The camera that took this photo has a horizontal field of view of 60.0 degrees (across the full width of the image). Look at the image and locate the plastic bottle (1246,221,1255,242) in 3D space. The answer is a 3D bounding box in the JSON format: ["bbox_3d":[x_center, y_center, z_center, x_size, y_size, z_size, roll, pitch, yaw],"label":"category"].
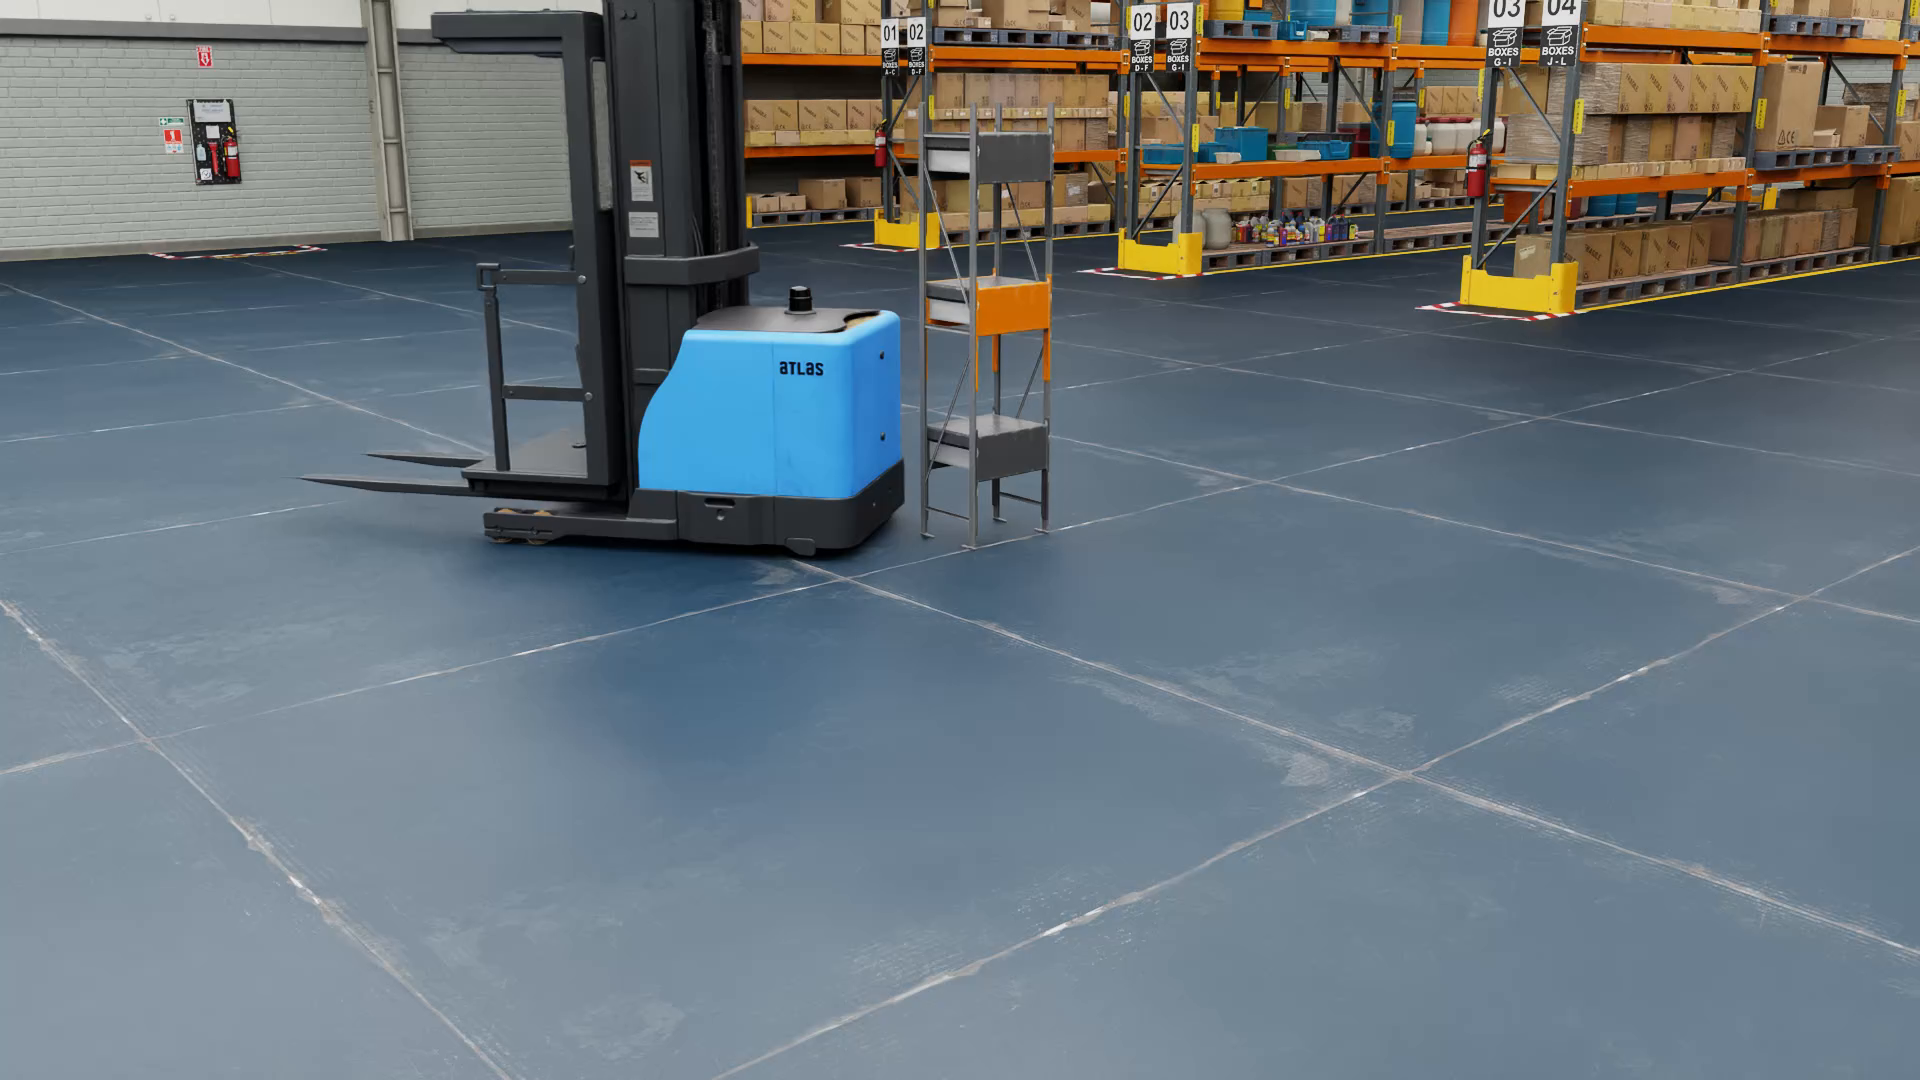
[{"bbox_3d":[3.893,-4.179,22.510,0.135,0.276,0.152,-13,20,-41],"label":"plastic bottle"}]

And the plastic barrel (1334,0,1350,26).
[{"bbox_3d":[5.046,-7.174,22.454,0.421,0.512,0.421,0,15,0],"label":"plastic barrel"}]

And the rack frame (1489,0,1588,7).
[{"bbox_3d":[5.734,-6.760,16.119,0.127,3.000,1.000,-13,19,-39],"label":"rack frame"}]

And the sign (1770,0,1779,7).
[{"bbox_3d":[9.114,-6.133,18.585,0.005,0.325,0.100,-13,19,-39],"label":"sign"}]

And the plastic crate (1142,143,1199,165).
[{"bbox_3d":[2.664,-4.897,21.058,0.616,0.251,0.499,-13,19,-39],"label":"plastic crate"}]

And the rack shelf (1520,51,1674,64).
[{"bbox_3d":[10.027,-7.621,26.551,4.000,0.370,1.077,-13,19,-39],"label":"rack shelf"}]

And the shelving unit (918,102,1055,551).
[{"bbox_3d":[0.125,-1.042,8.084,0.503,2.100,0.431,-13,19,-39],"label":"shelving unit"}]

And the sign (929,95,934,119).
[{"bbox_3d":[-0.406,-6.138,23.585,0.005,0.325,0.100,-13,19,-39],"label":"sign"}]

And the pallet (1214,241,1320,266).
[{"bbox_3d":[4.045,-3.842,22.226,1.213,0.211,1.003,-13,19,-39],"label":"pallet"}]

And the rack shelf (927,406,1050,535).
[{"bbox_3d":[0.125,-0.353,8.268,0.480,0.518,0.431,-13,19,-39],"label":"rack shelf"}]

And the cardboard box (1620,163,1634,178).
[{"bbox_3d":[6.873,-3.907,17.552,0.250,0.149,0.380,-13,19,-39],"label":"cardboard box"}]

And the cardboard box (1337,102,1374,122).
[{"bbox_3d":[7.305,-7.909,31.039,0.500,0.500,0.700,-9,17,-31],"label":"cardboard box"}]

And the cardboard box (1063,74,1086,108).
[{"bbox_3d":[1.541,-6.981,25.864,0.500,0.500,0.700,-13,20,-39],"label":"cardboard box"}]

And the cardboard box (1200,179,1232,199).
[{"bbox_3d":[4.265,-5.980,28.253,0.500,0.311,0.500,-13,20,-40],"label":"cardboard box"}]

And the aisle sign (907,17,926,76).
[{"bbox_3d":[-0.614,-6.976,23.515,0.004,0.787,0.394,-13,19,-39],"label":"aisle sign"}]

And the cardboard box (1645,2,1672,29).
[{"bbox_3d":[7.029,-5.441,17.285,0.500,0.250,0.500,-13,20,-40],"label":"cardboard box"}]

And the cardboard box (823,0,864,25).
[{"bbox_3d":[-1.997,-9.099,28.519,0.500,0.500,0.500,-14,20,-41],"label":"cardboard box"}]

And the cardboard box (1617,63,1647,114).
[{"bbox_3d":[6.710,-4.660,17.175,0.500,0.500,0.500,-13,19,-39],"label":"cardboard box"}]

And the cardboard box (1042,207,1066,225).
[{"bbox_3d":[1.294,-5.051,25.862,0.500,0.250,0.500,-13,19,-39],"label":"cardboard box"}]

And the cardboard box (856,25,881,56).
[{"bbox_3d":[-1.612,-8.722,29.046,0.500,0.500,0.500,14,20,42],"label":"cardboard box"}]

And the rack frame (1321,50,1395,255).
[{"bbox_3d":[5.500,-5.503,23.040,0.127,3.000,1.000,-13,19,-39],"label":"rack frame"}]

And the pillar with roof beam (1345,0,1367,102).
[{"bbox_3d":[12.344,-12.151,36.302,0.400,9.000,9.100,-13,19,-39],"label":"pillar with roof beam"}]

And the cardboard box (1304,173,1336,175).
[{"bbox_3d":[6.629,-6.901,30.813,0.500,0.250,0.500,-13,20,-40],"label":"cardboard box"}]

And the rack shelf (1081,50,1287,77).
[{"bbox_3d":[3.760,-7.908,27.626,4.000,0.370,1.077,-13,19,-39],"label":"rack shelf"}]

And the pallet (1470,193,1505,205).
[{"bbox_3d":[10.646,-7.005,34.068,1.213,0.211,1.003,-13,19,-39],"label":"pallet"}]

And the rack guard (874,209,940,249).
[{"bbox_3d":[-0.784,-4.579,24.423,0.348,0.500,1.175,-13,19,-39],"label":"rack guard"}]

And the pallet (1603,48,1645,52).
[{"bbox_3d":[10.154,-7.872,26.461,1.213,0.211,1.003,-13,19,-39],"label":"pallet"}]

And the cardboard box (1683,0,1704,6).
[{"bbox_3d":[7.705,-5.773,17.754,0.250,0.149,0.380,-12,19,-37],"label":"cardboard box"}]

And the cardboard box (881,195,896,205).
[{"bbox_3d":[-1.387,-6.179,30.208,0.380,0.166,0.250,13,20,40],"label":"cardboard box"}]

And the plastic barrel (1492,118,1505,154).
[{"bbox_3d":[7.882,-6.019,24.754,0.421,0.512,0.421,0,15,0],"label":"plastic barrel"}]

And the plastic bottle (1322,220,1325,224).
[{"bbox_3d":[4.943,-4.227,22.686,0.135,0.276,0.152,-13,19,-39],"label":"plastic bottle"}]

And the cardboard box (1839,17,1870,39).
[{"bbox_3d":[10.825,-6.294,20.478,0.500,0.250,0.500,-12,19,-38],"label":"cardboard box"}]

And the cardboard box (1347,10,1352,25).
[{"bbox_3d":[6.854,-9.274,30.145,0.600,0.600,0.600,-14,20,-41],"label":"cardboard box"}]

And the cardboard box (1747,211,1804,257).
[{"bbox_3d":[10.023,-3.816,20.713,0.700,0.500,0.500,14,20,42],"label":"cardboard box"}]

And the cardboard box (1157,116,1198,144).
[{"bbox_3d":[3.617,-6.817,27.766,0.500,0.500,0.500,-13,19,-39],"label":"cardboard box"}]

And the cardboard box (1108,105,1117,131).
[{"bbox_3d":[2.950,-8.430,33.190,0.500,0.500,0.500,-12,19,-38],"label":"cardboard box"}]

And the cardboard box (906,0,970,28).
[{"bbox_3d":[-0.330,-7.657,24.004,0.637,0.503,0.797,-11,18,-36],"label":"cardboard box"}]

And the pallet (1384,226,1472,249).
[{"bbox_3d":[6.988,-4.504,24.704,1.213,0.211,1.003,-13,19,-39],"label":"pallet"}]

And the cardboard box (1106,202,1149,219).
[{"bbox_3d":[2.718,-5.363,27.028,0.500,0.250,0.500,-13,20,-41],"label":"cardboard box"}]

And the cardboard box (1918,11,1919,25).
[{"bbox_3d":[12.775,-7.198,22.563,0.500,0.500,0.500,-11,19,-36],"label":"cardboard box"}]

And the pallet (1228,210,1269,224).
[{"bbox_3d":[4.622,-5.667,29.055,1.213,0.211,1.003,-13,19,-39],"label":"pallet"}]

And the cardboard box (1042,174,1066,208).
[{"bbox_3d":[1.286,-5.416,25.774,0.500,0.500,0.500,-13,19,-39],"label":"cardboard box"}]

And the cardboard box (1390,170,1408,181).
[{"bbox_3d":[8.530,-6.980,32.560,0.500,0.500,0.500,-13,19,-39],"label":"cardboard box"}]

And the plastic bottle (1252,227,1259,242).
[{"bbox_3d":[3.989,-4.122,22.440,0.097,0.201,0.097,0,15,0],"label":"plastic bottle"}]

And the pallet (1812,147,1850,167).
[{"bbox_3d":[10.303,-4.780,20.706,1.213,0.211,1.003,-13,19,-39],"label":"pallet"}]

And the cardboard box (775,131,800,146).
[{"bbox_3d":[-3.062,-6.803,28.158,0.500,0.250,0.500,-13,20,-41],"label":"cardboard box"}]

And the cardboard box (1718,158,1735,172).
[{"bbox_3d":[8.588,-4.283,18.960,0.250,0.149,0.380,-13,19,-39],"label":"cardboard box"}]

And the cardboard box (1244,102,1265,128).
[{"bbox_3d":[6.006,-9.143,36.086,0.700,0.700,0.980,-13,20,-41],"label":"cardboard box"}]

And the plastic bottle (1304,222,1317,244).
[{"bbox_3d":[4.690,-4.121,22.289,0.135,0.276,0.152,-12,19,-38],"label":"plastic bottle"}]

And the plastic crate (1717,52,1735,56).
[{"bbox_3d":[13.157,-8.459,28.806,0.530,0.136,0.437,-13,19,-39],"label":"plastic crate"}]

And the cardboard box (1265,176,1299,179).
[{"bbox_3d":[5.820,-6.355,30.219,0.500,0.500,0.500,-12,19,-37],"label":"cardboard box"}]

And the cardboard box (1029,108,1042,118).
[{"bbox_3d":[1.030,-6.482,25.252,0.250,0.149,0.380,-12,19,-38],"label":"cardboard box"}]

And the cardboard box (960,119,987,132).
[{"bbox_3d":[-0.012,-6.005,24.726,0.500,0.500,0.700,-12,19,-38],"label":"cardboard box"}]

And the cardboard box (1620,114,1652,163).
[{"bbox_3d":[6.871,-4.325,17.861,0.500,0.500,0.875,-13,19,-39],"label":"cardboard box"}]

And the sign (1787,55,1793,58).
[{"bbox_3d":[14.926,-8.830,29.886,0.005,0.325,0.100,-13,19,-39],"label":"sign"}]

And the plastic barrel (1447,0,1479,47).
[{"bbox_3d":[7.262,-7.630,24.357,0.708,0.830,0.600,-13,19,-39],"label":"plastic barrel"}]

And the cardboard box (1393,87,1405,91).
[{"bbox_3d":[8.498,-8.491,32.093,0.500,0.500,0.500,-13,19,-39],"label":"cardboard box"}]

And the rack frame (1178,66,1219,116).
[{"bbox_3d":[5.032,-8.787,35.334,0.127,3.000,1.000,-13,19,-39],"label":"rack frame"}]

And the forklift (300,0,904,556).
[{"bbox_3d":[-1.864,-1.518,8.253,3.031,2.935,1.130,3,15,12],"label":"forklift"}]
